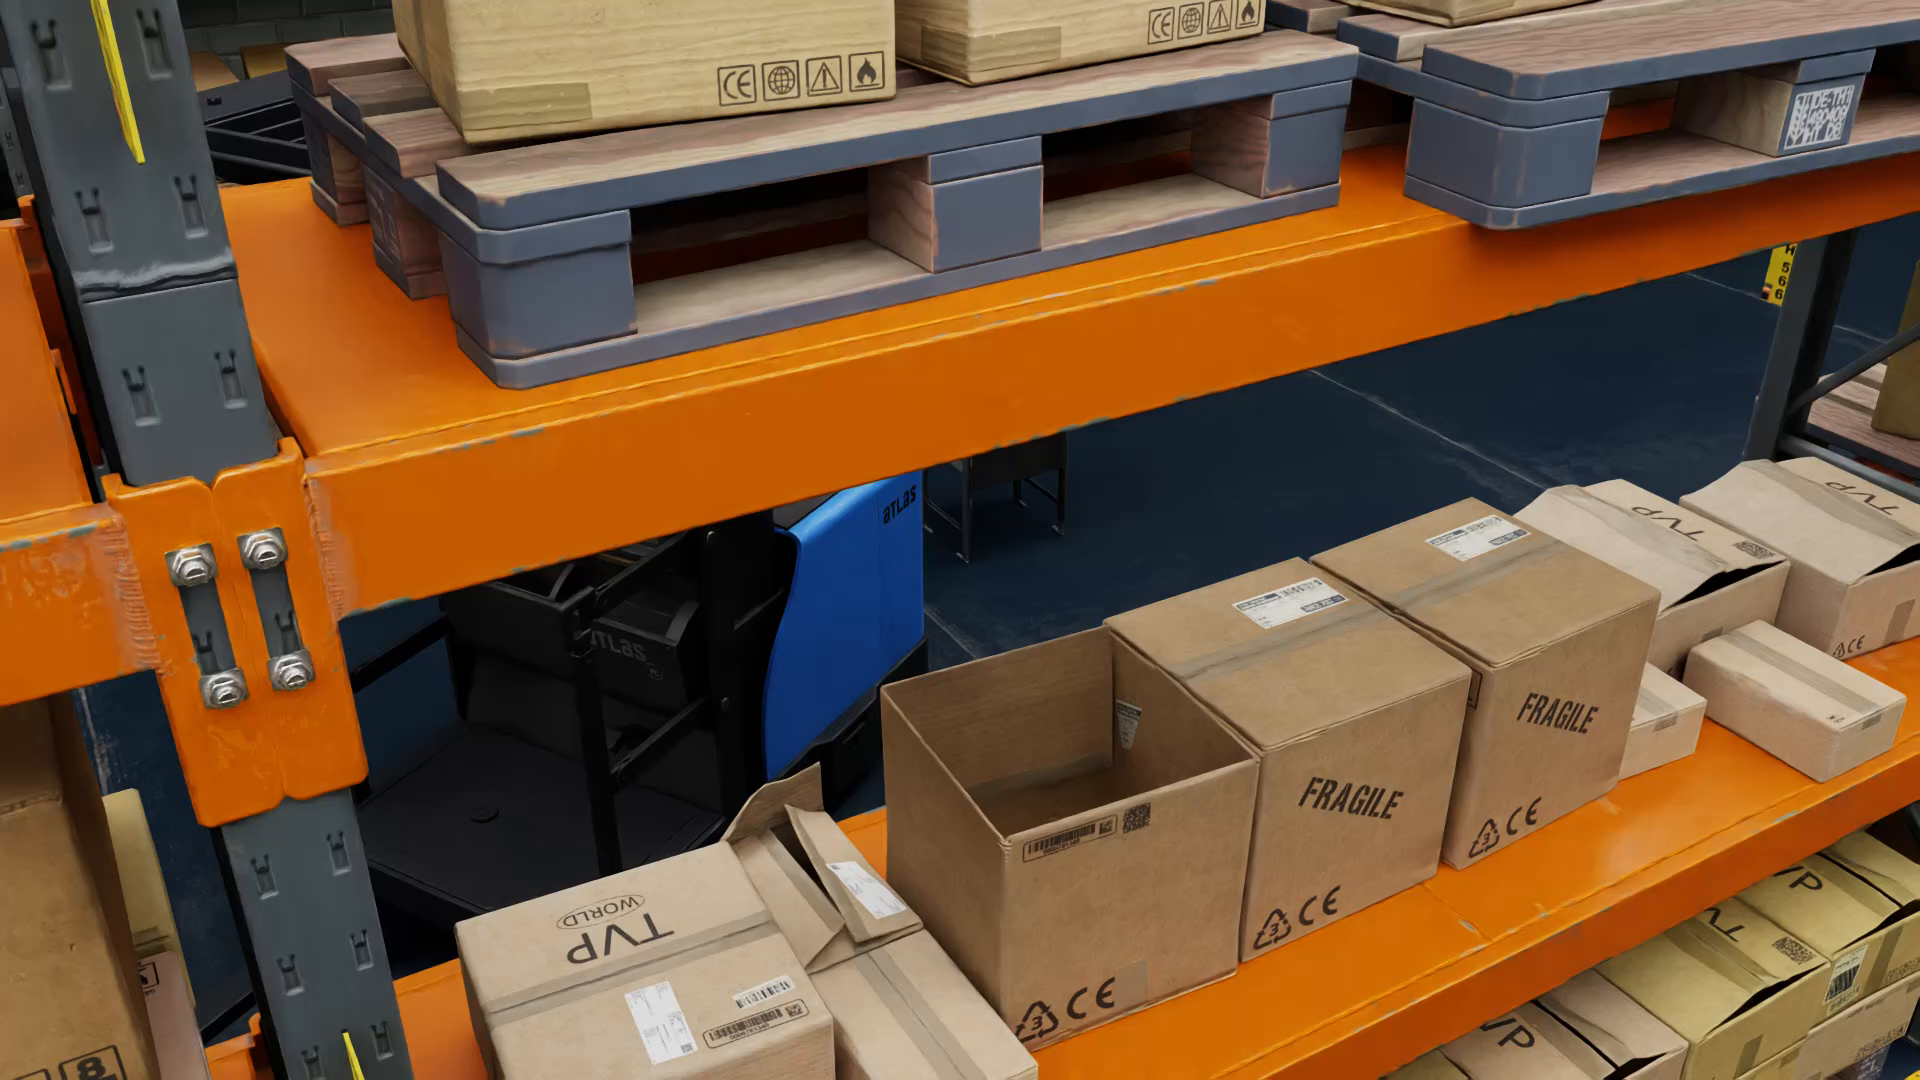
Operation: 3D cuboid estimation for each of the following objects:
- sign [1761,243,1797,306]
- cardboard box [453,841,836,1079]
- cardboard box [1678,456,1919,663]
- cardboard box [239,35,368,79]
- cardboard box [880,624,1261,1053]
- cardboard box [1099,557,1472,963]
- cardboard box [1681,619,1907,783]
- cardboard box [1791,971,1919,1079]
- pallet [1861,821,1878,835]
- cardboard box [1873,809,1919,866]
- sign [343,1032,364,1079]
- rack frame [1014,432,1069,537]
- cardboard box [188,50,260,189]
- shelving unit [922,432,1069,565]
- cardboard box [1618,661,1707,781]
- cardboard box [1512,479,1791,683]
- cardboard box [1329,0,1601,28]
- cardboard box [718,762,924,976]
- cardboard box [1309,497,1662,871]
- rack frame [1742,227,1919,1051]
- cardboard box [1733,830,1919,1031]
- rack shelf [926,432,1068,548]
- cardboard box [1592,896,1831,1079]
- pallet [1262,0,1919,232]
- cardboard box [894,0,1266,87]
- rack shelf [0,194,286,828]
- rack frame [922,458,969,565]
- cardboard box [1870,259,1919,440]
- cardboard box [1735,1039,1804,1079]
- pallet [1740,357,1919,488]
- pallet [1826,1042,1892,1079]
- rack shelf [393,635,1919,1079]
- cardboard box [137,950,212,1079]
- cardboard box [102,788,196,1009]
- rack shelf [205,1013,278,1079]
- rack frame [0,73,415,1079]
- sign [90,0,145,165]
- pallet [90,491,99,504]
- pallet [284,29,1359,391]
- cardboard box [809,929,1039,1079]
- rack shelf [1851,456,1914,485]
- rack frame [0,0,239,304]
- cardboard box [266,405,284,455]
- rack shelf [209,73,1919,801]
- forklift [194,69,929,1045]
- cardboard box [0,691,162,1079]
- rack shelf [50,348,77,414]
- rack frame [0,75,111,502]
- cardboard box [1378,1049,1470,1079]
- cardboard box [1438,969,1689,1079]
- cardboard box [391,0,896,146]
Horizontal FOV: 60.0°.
[{"bbox_3d":[2.226,-0.785,4.451,0.005,0.325,0.100,-16,33,-26],"label":"sign"},{"bbox_3d":[-0.537,0.818,2.819,0.500,0.250,0.500,-14,32,-23],"label":"cardboard box"},{"bbox_3d":[2.173,0.021,4.199,0.500,0.311,0.500,-14,32,-23],"label":"cardboard box"},{"bbox_3d":[-2.511,-1.653,6.581,0.500,0.500,0.700,-12,31,-21],"label":"cardboard box"},{"bbox_3d":[0.185,0.537,3.070,0.500,0.500,0.500,-13,32,-23],"label":"cardboard box"},{"bbox_3d":[0.617,0.414,3.292,0.500,0.500,0.500,-16,33,-26],"label":"cardboard box"},{"bbox_3d":[1.874,0.357,3.759,0.250,0.149,0.380,-16,33,-26],"label":"cardboard box"},{"bbox_3d":[2.179,1.162,4.451,0.500,0.250,0.500,-15,32,-25],"label":"cardboard box"},{"bbox_3d":[3.172,0.965,5.282,1.213,0.211,1.003,-16,33,-26],"label":"pallet"},{"bbox_3d":[3.046,0.821,4.790,0.500,0.500,0.500,-14,32,-24],"label":"cardboard box"},{"bbox_3d":[-0.657,0.708,1.885,0.005,0.325,0.100,-16,33,-26],"label":"sign"},{"bbox_3d":[0.353,-1.020,6.924,0.015,2.100,0.400,-16,33,-26],"label":"rack frame"},{"bbox_3d":[-2.996,-1.519,6.339,0.500,0.500,0.700,-16,33,-26],"label":"cardboard box"},{"bbox_3d":[0.143,-0.960,6.816,0.503,2.100,0.431,-16,33,-26],"label":"shelving unit"},{"bbox_3d":[1.438,0.357,3.758,0.250,0.149,0.380,-13,32,-23],"label":"cardboard box"},{"bbox_3d":[1.640,0.089,4.077,0.500,0.311,0.500,-16,33,-27],"label":"cardboard box"},{"bbox_3d":[0.740,-0.983,2.544,0.500,0.250,0.500,-19,34,-30],"label":"cardboard box"},{"bbox_3d":[-0.275,0.658,3.093,0.258,0.266,0.396,-17,33,-28],"label":"cardboard box"},{"bbox_3d":[1.071,0.285,3.525,0.500,0.500,0.500,-18,34,-29],"label":"cardboard box"},{"bbox_3d":[2.509,-0.089,4.306,0.127,3.000,1.000,-16,33,-26],"label":"rack frame"},{"bbox_3d":[2.182,0.917,4.315,0.500,0.311,0.500,-15,32,-25],"label":"cardboard box"},{"bbox_3d":[0.143,-0.335,7.161,0.480,0.518,0.431,-16,33,-26],"label":"rack shelf"},{"bbox_3d":[1.737,1.047,4.080,0.500,0.311,0.500,-16,33,-27],"label":"cardboard box"},{"bbox_3d":[1.007,-0.841,2.760,1.213,0.211,1.003,-14,32,-24],"label":"pallet"},{"bbox_3d":[0.069,-0.823,2.253,0.500,0.250,0.500,-19,34,-31],"label":"cardboard box"},{"bbox_3d":[-2.664,0.382,1.094,4.000,0.370,1.077,-16,33,-26],"label":"rack shelf"},{"bbox_3d":[-0.068,-0.900,6.708,0.015,2.100,0.400,-16,33,-26],"label":"rack frame"},{"bbox_3d":[2.995,-0.517,4.545,0.700,0.500,0.500,22,36,34],"label":"cardboard box"},{"bbox_3d":[1.736,1.290,4.220,0.500,0.250,0.500,-16,33,-27],"label":"cardboard box"},{"bbox_3d":[3.058,-0.200,4.706,1.003,0.211,1.213,-16,33,-26],"label":"pallet"},{"bbox_3d":[1.779,1.318,4.644,1.213,0.211,1.003,-16,33,-26],"label":"pallet"},{"bbox_3d":[0.785,0.716,3.593,4.000,0.370,1.077,-16,33,-26],"label":"rack shelf"},{"bbox_3d":[-1.066,0.719,2.068,0.250,0.149,0.380,-16,33,-26],"label":"cardboard box"},{"bbox_3d":[-1.269,0.548,2.378,0.250,0.149,0.380,-16,33,-26],"label":"cardboard box"},{"bbox_3d":[-2.664,1.695,1.818,4.000,0.370,1.077,-16,33,-26],"label":"rack shelf"},{"bbox_3d":[-0.940,0.891,2.532,0.127,3.000,1.000,-16,33,-26],"label":"rack frame"},{"bbox_3d":[-0.657,-0.453,1.245,0.005,0.325,0.100,-16,33,-26],"label":"sign"},{"bbox_3d":[-4.014,0.228,6.619,1.213,0.211,1.003,-16,33,-26],"label":"pallet"},{"bbox_3d":[-0.186,-0.560,2.254,1.217,0.209,0.805,-17,33,-28],"label":"pallet"},{"bbox_3d":[-0.072,0.869,2.831,0.250,0.149,0.380,-16,33,-26],"label":"cardboard box"},{"bbox_3d":[4.233,-0.263,5.367,4.000,0.370,1.077,-16,33,-26],"label":"rack shelf"},{"bbox_3d":[-0.940,-1.736,1.082,0.127,3.000,1.000,-16,33,-26],"label":"rack frame"},{"bbox_3d":[-2.826,-0.457,7.106,0.500,0.500,0.700,-15,32,-25],"label":"cardboard box"},{"bbox_3d":[0.785,-0.597,2.868,4.000,0.370,1.077,-16,33,-26],"label":"rack shelf"},{"bbox_3d":[-1.270,-0.176,4.535,1.130,2.935,3.031,15,32,25],"label":"forklift"},{"bbox_3d":[-1.319,0.390,1.992,0.500,0.500,0.700,-16,33,-26],"label":"cardboard box"},{"bbox_3d":[-5.177,-0.368,5.556,4.000,0.370,1.077,-16,33,-26],"label":"rack shelf"},{"bbox_3d":[-3.453,-1.172,6.269,0.127,3.000,1.000,-16,33,-26],"label":"rack frame"},{"bbox_3d":[0.868,1.291,3.637,0.500,0.311,0.500,-15,32,-25],"label":"cardboard box"},{"bbox_3d":[1.301,1.169,3.858,0.500,0.311,0.500,-16,33,-27],"label":"cardboard box"},{"bbox_3d":[-0.404,-0.688,2.008,0.500,0.250,0.500,-12,31,-21],"label":"cardboard box"}]
